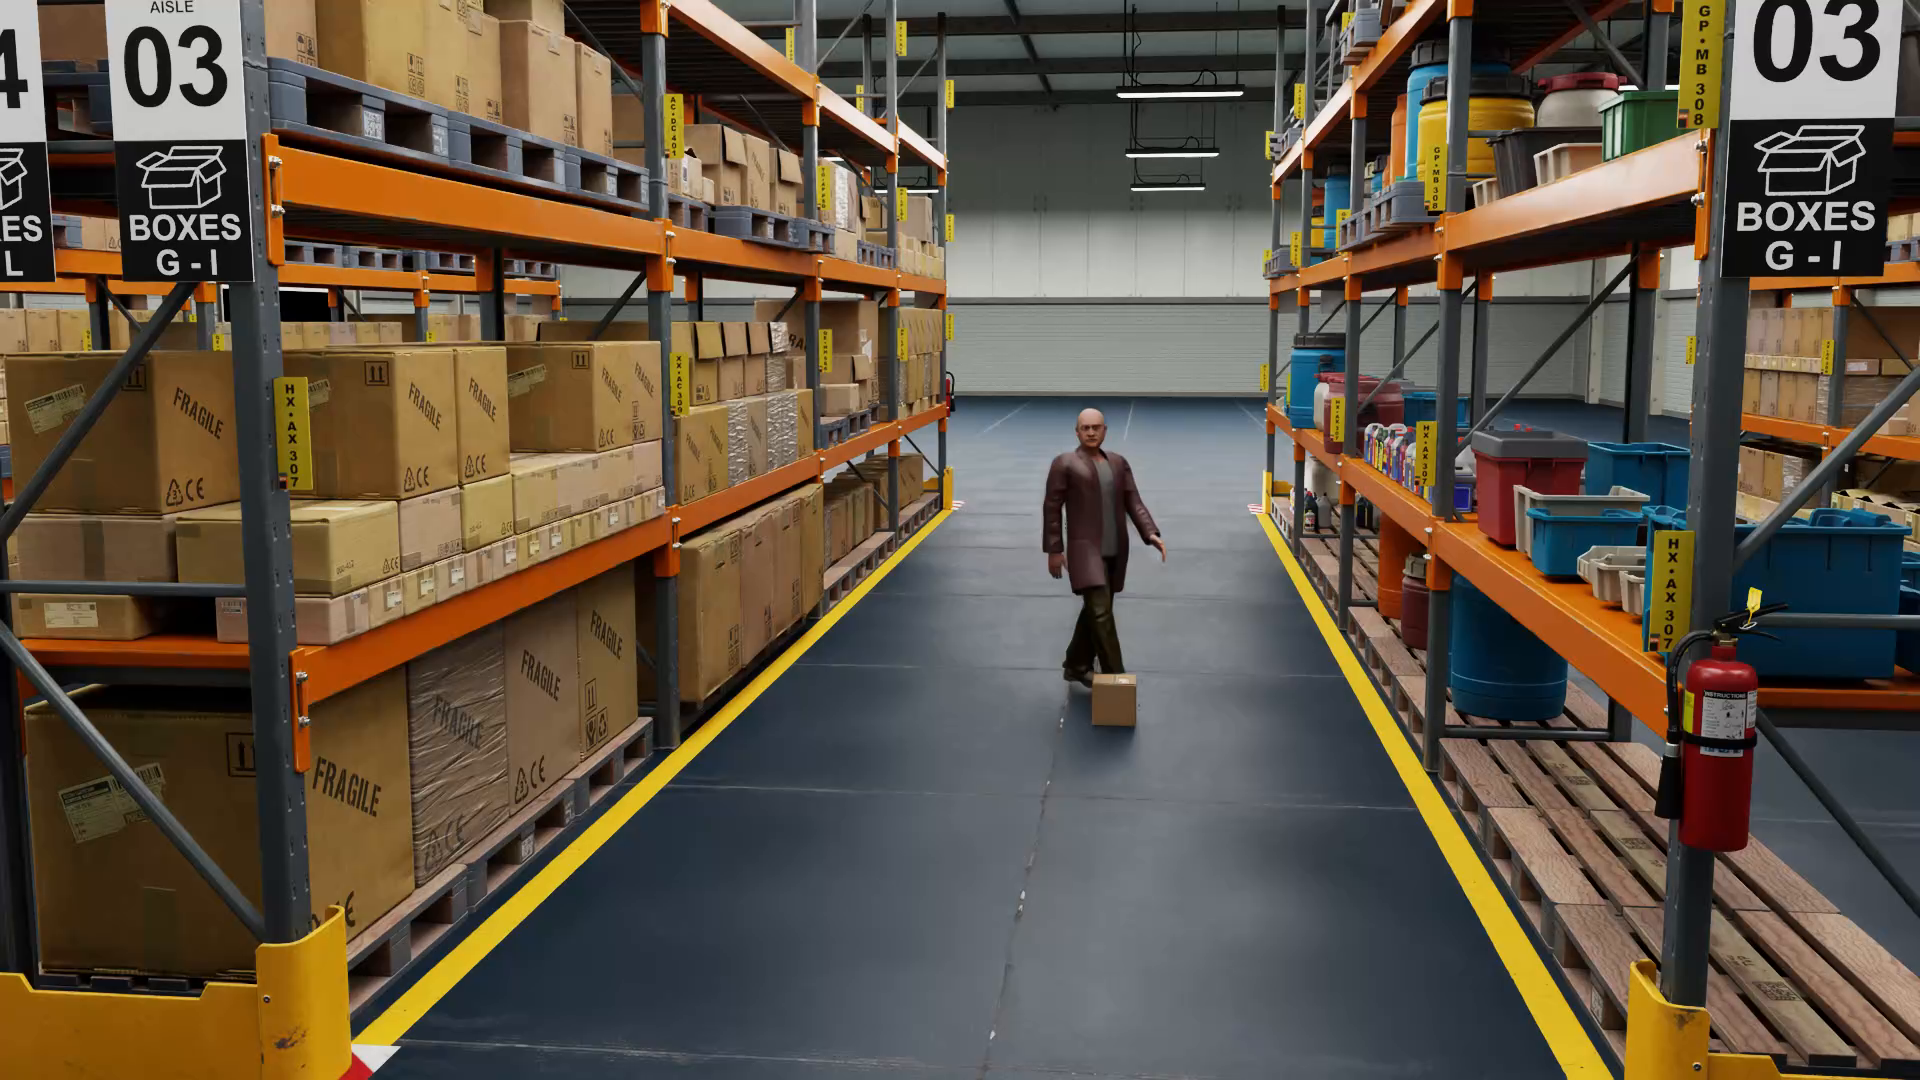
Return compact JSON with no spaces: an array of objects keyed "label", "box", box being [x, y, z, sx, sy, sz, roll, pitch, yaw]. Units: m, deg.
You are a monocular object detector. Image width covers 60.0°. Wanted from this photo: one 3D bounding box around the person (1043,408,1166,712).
[{"label":"person","box":[0.900,0.090,10.099,0.606,1.765,0.899,-5,9,-33]}]
